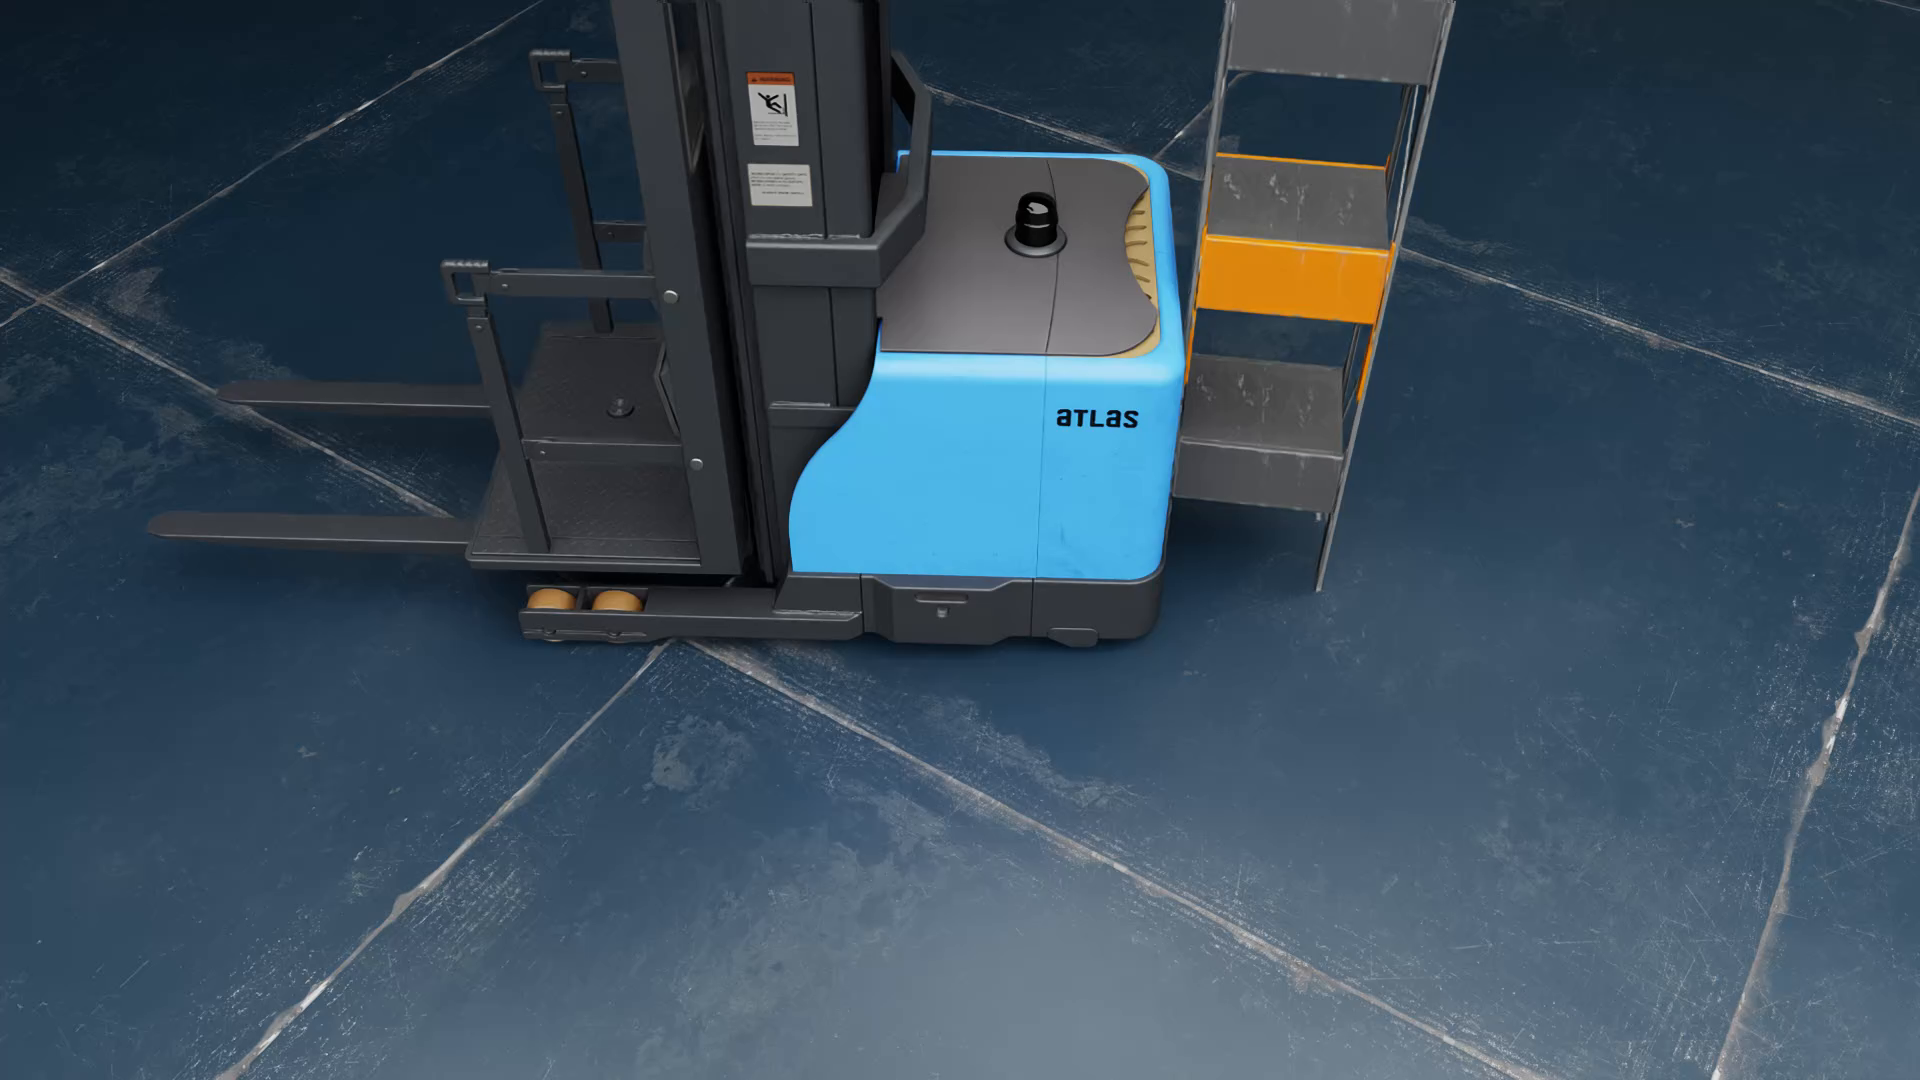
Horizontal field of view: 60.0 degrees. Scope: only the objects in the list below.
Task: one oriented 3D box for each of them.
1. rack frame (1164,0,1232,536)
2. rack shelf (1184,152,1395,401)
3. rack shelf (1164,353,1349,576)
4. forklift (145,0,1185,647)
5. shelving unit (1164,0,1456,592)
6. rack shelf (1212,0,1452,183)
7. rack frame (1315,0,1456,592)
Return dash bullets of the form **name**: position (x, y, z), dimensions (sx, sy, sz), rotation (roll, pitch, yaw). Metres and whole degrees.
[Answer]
- **rack frame**: position (0.645, -0.767, 4.531), dimensions (0.015, 2.100, 0.400), rotation (6, 46, 6)
- **rack shelf**: position (0.886, -0.731, 4.515), dimensions (0.480, 0.518, 0.431), rotation (6, 46, 6)
- **rack shelf**: position (0.886, -0.243, 5.017), dimensions (0.480, 0.518, 0.431), rotation (6, 46, 6)
- **forklift**: position (-0.910, -1.092, 4.268), dimensions (3.031, 2.935, 1.130), rotation (1, 46, 1)
- **shelving unit**: position (0.886, -0.740, 4.505), dimensions (0.503, 2.100, 0.431), rotation (6, 46, 6)
- **rack shelf**: position (0.886, -1.219, 4.013), dimensions (0.480, 0.518, 0.431), rotation (6, 46, 6)
- **rack frame**: position (1.127, -0.713, 4.479), dimensions (0.015, 2.100, 0.400), rotation (6, 46, 6)
